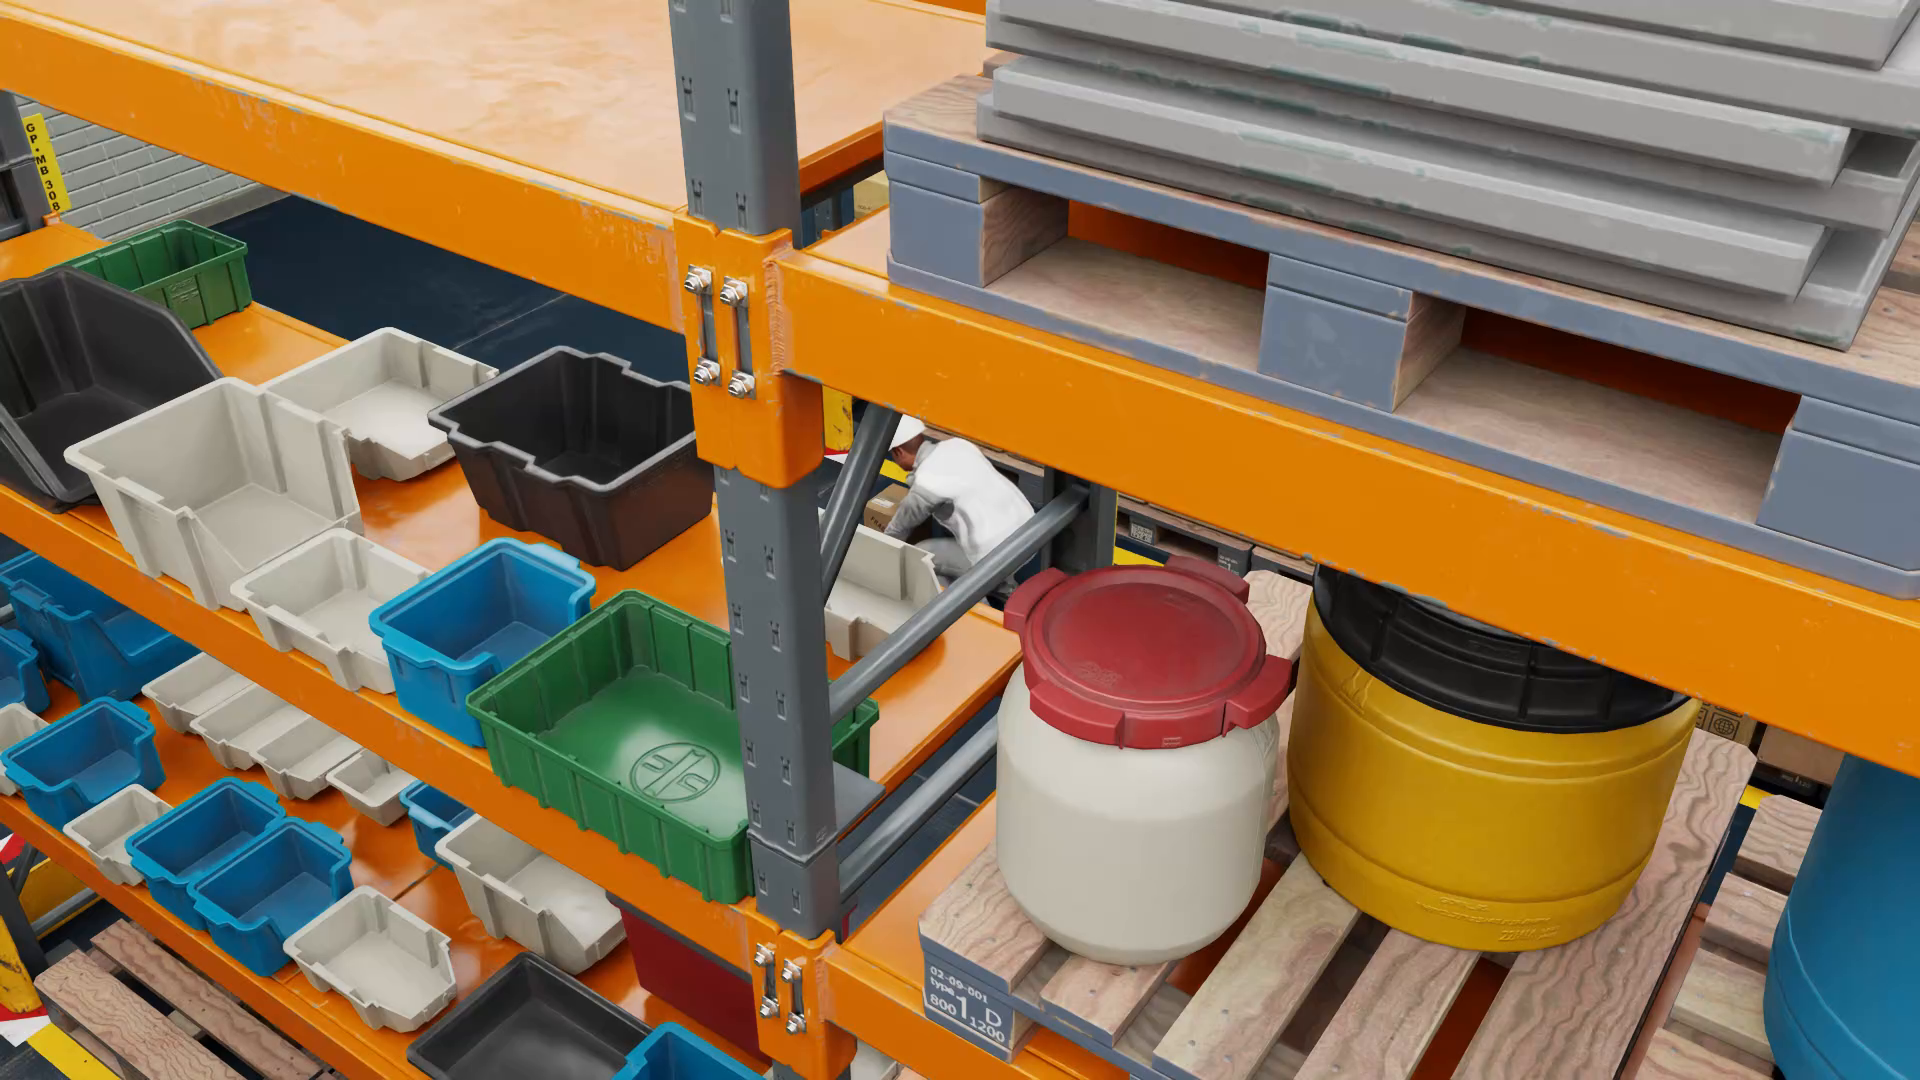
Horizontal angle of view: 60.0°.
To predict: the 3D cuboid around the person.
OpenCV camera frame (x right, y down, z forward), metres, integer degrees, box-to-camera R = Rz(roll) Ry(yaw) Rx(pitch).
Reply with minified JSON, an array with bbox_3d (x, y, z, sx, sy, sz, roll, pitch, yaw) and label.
[{"bbox_3d":[-0.034,-0.124,8.165,0.883,1.010,0.524,21,40,28],"label":"person"}]
